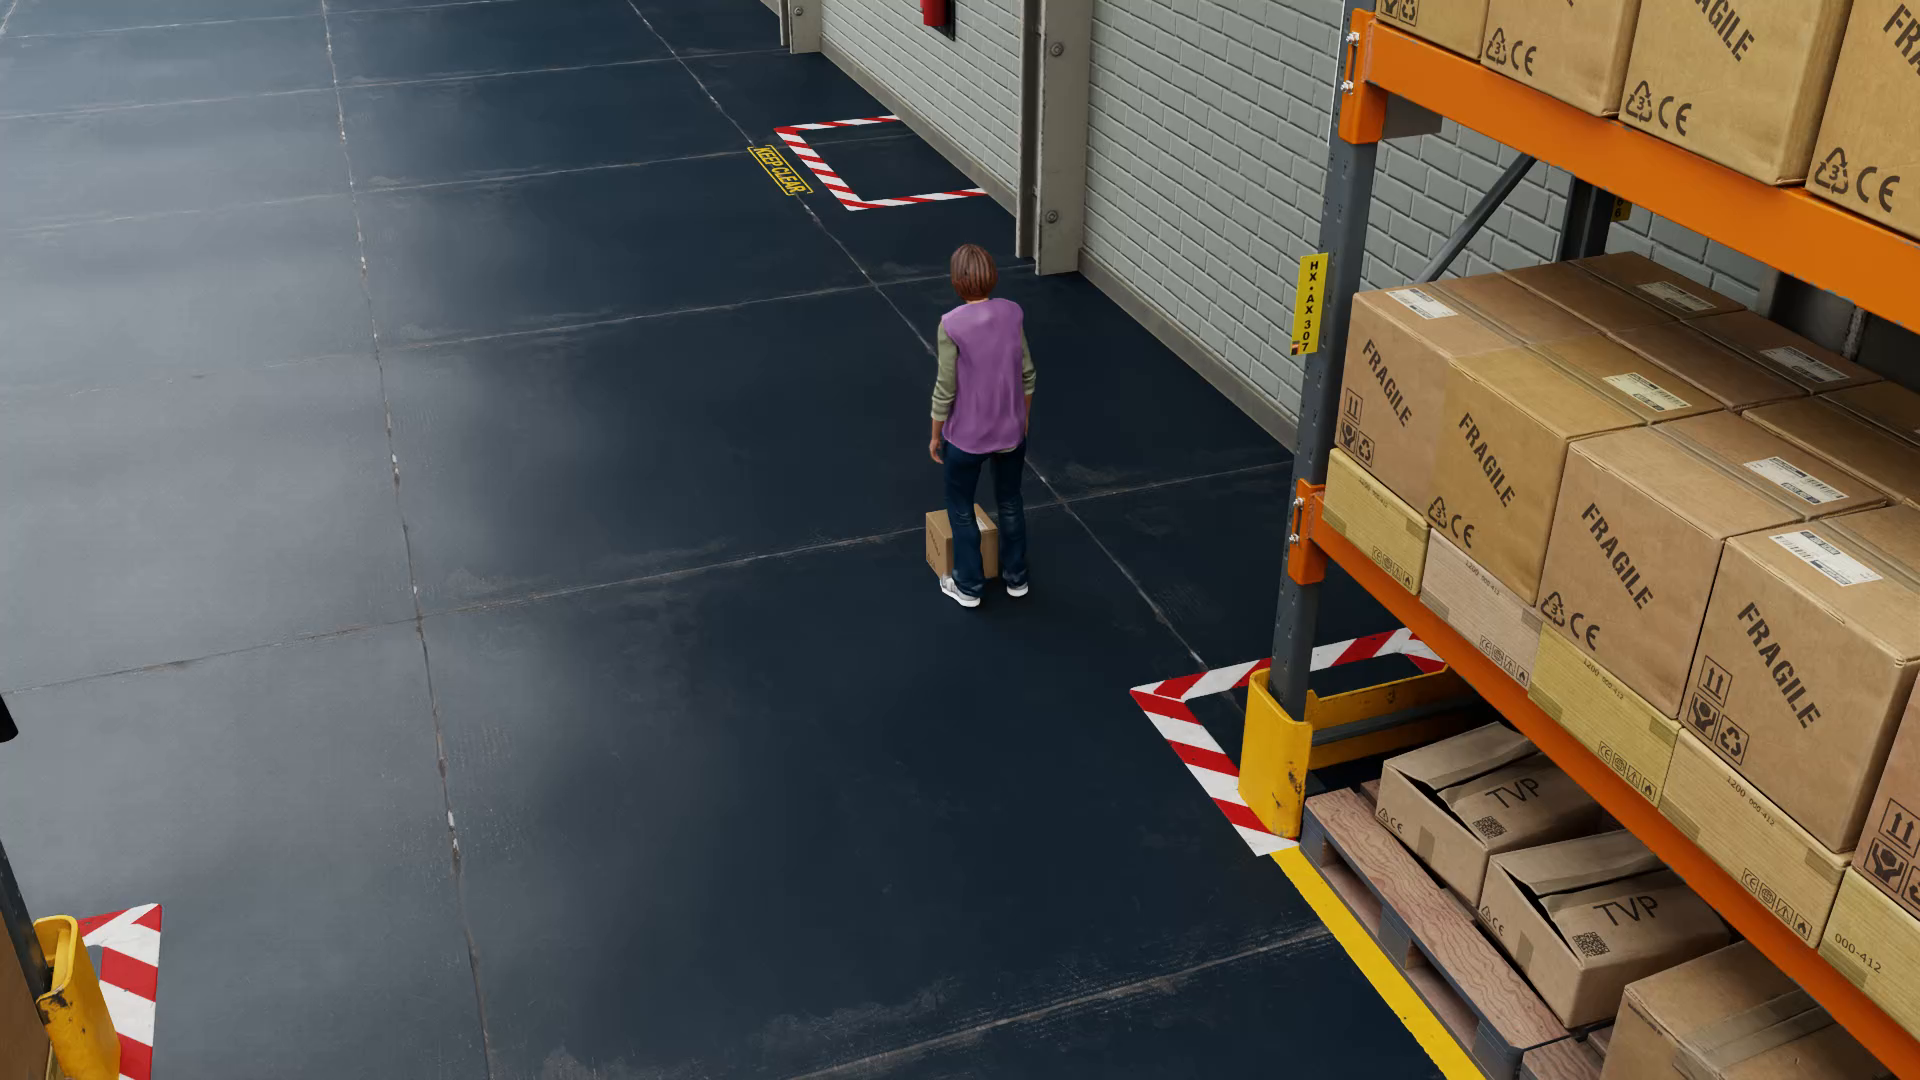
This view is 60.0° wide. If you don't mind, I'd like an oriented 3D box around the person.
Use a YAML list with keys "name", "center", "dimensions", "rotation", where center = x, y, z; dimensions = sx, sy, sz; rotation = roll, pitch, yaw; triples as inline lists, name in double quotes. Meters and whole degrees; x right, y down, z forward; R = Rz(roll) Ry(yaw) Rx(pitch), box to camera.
- name: "person"
  center: [0.097, -0.447, 6.908]
  dimensions: [0.483, 1.592, 0.347]
  rotation: [-13, 33, -21]
